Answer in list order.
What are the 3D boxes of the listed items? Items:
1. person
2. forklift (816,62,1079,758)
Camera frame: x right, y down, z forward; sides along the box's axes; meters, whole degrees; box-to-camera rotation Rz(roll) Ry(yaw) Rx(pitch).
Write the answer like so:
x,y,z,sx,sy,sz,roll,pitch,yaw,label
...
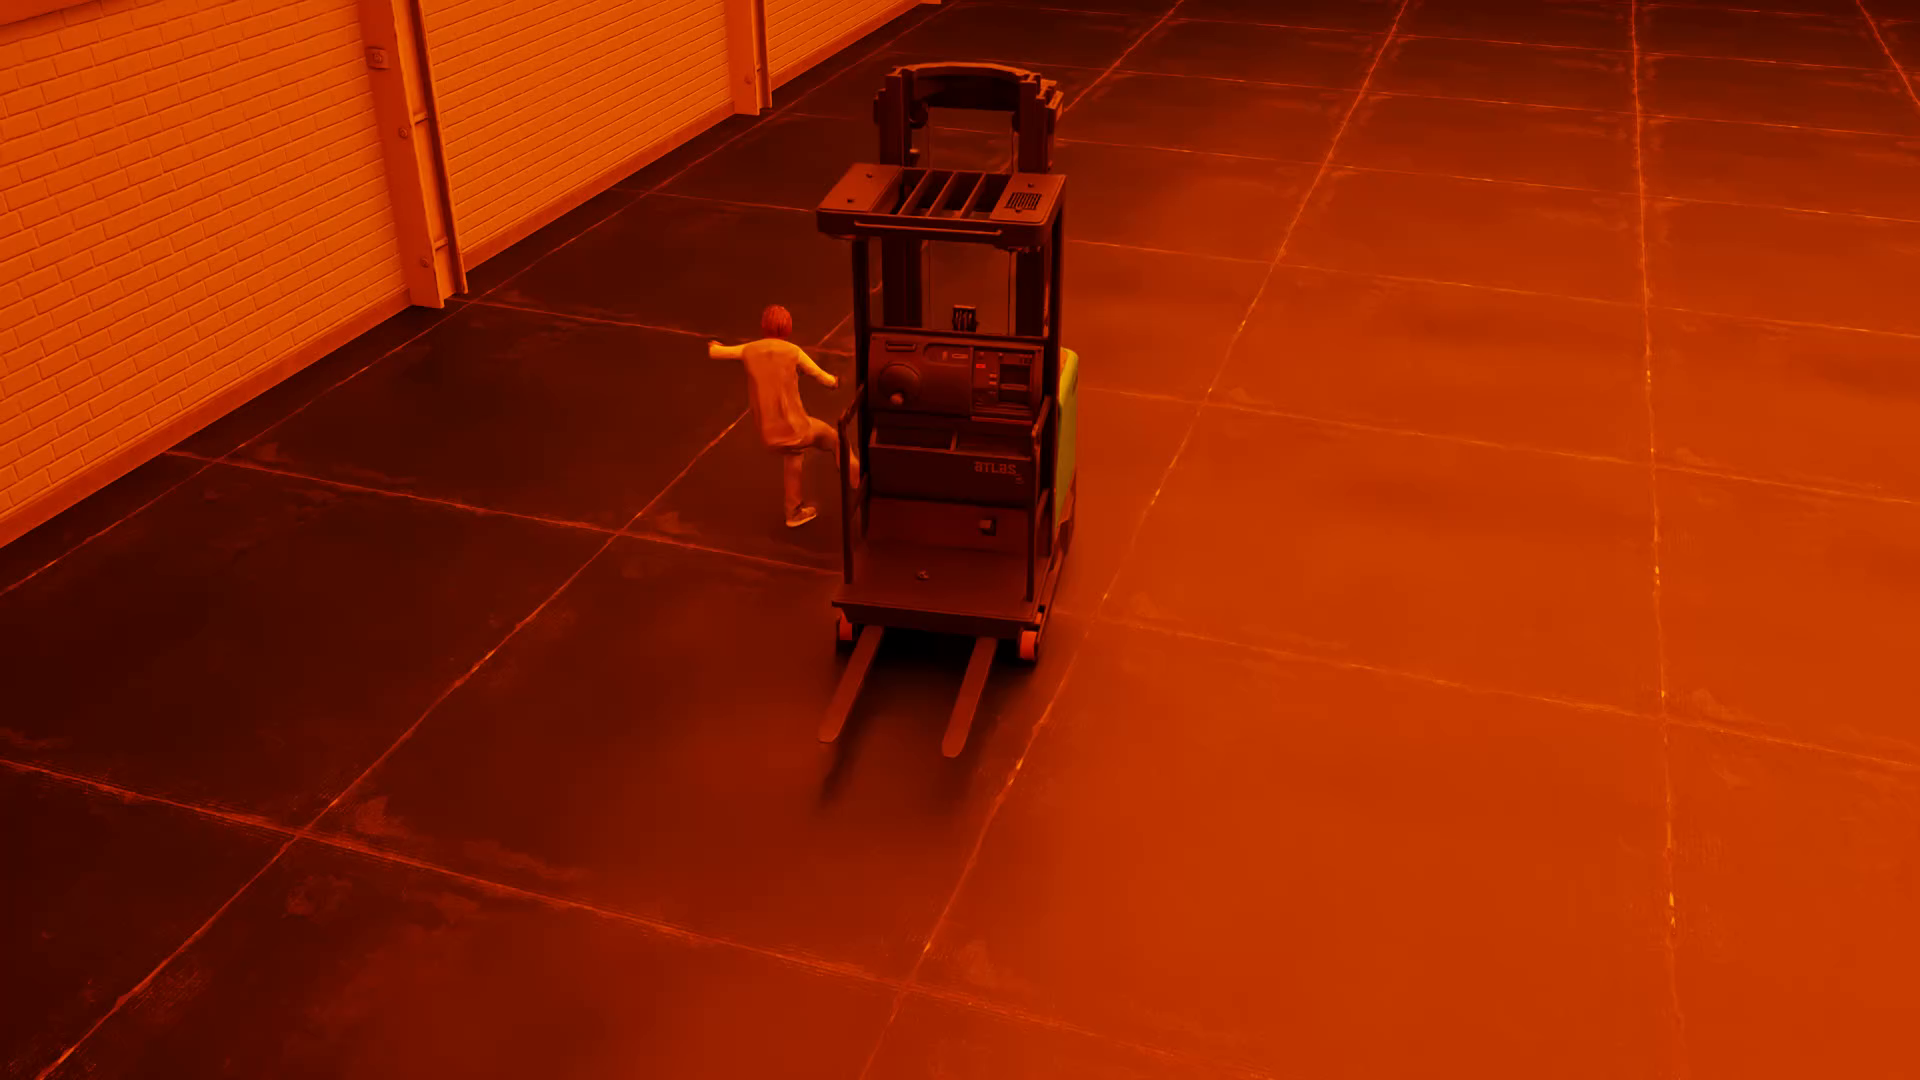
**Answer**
x,y,z,sx,sy,sz,roll,pitch,yaw,label
-0.955,-0.781,10.131,1.253,1.355,0.770,1,30,2,person
-0.063,-0.820,8.575,1.130,2.935,3.031,5,30,9,forklift
